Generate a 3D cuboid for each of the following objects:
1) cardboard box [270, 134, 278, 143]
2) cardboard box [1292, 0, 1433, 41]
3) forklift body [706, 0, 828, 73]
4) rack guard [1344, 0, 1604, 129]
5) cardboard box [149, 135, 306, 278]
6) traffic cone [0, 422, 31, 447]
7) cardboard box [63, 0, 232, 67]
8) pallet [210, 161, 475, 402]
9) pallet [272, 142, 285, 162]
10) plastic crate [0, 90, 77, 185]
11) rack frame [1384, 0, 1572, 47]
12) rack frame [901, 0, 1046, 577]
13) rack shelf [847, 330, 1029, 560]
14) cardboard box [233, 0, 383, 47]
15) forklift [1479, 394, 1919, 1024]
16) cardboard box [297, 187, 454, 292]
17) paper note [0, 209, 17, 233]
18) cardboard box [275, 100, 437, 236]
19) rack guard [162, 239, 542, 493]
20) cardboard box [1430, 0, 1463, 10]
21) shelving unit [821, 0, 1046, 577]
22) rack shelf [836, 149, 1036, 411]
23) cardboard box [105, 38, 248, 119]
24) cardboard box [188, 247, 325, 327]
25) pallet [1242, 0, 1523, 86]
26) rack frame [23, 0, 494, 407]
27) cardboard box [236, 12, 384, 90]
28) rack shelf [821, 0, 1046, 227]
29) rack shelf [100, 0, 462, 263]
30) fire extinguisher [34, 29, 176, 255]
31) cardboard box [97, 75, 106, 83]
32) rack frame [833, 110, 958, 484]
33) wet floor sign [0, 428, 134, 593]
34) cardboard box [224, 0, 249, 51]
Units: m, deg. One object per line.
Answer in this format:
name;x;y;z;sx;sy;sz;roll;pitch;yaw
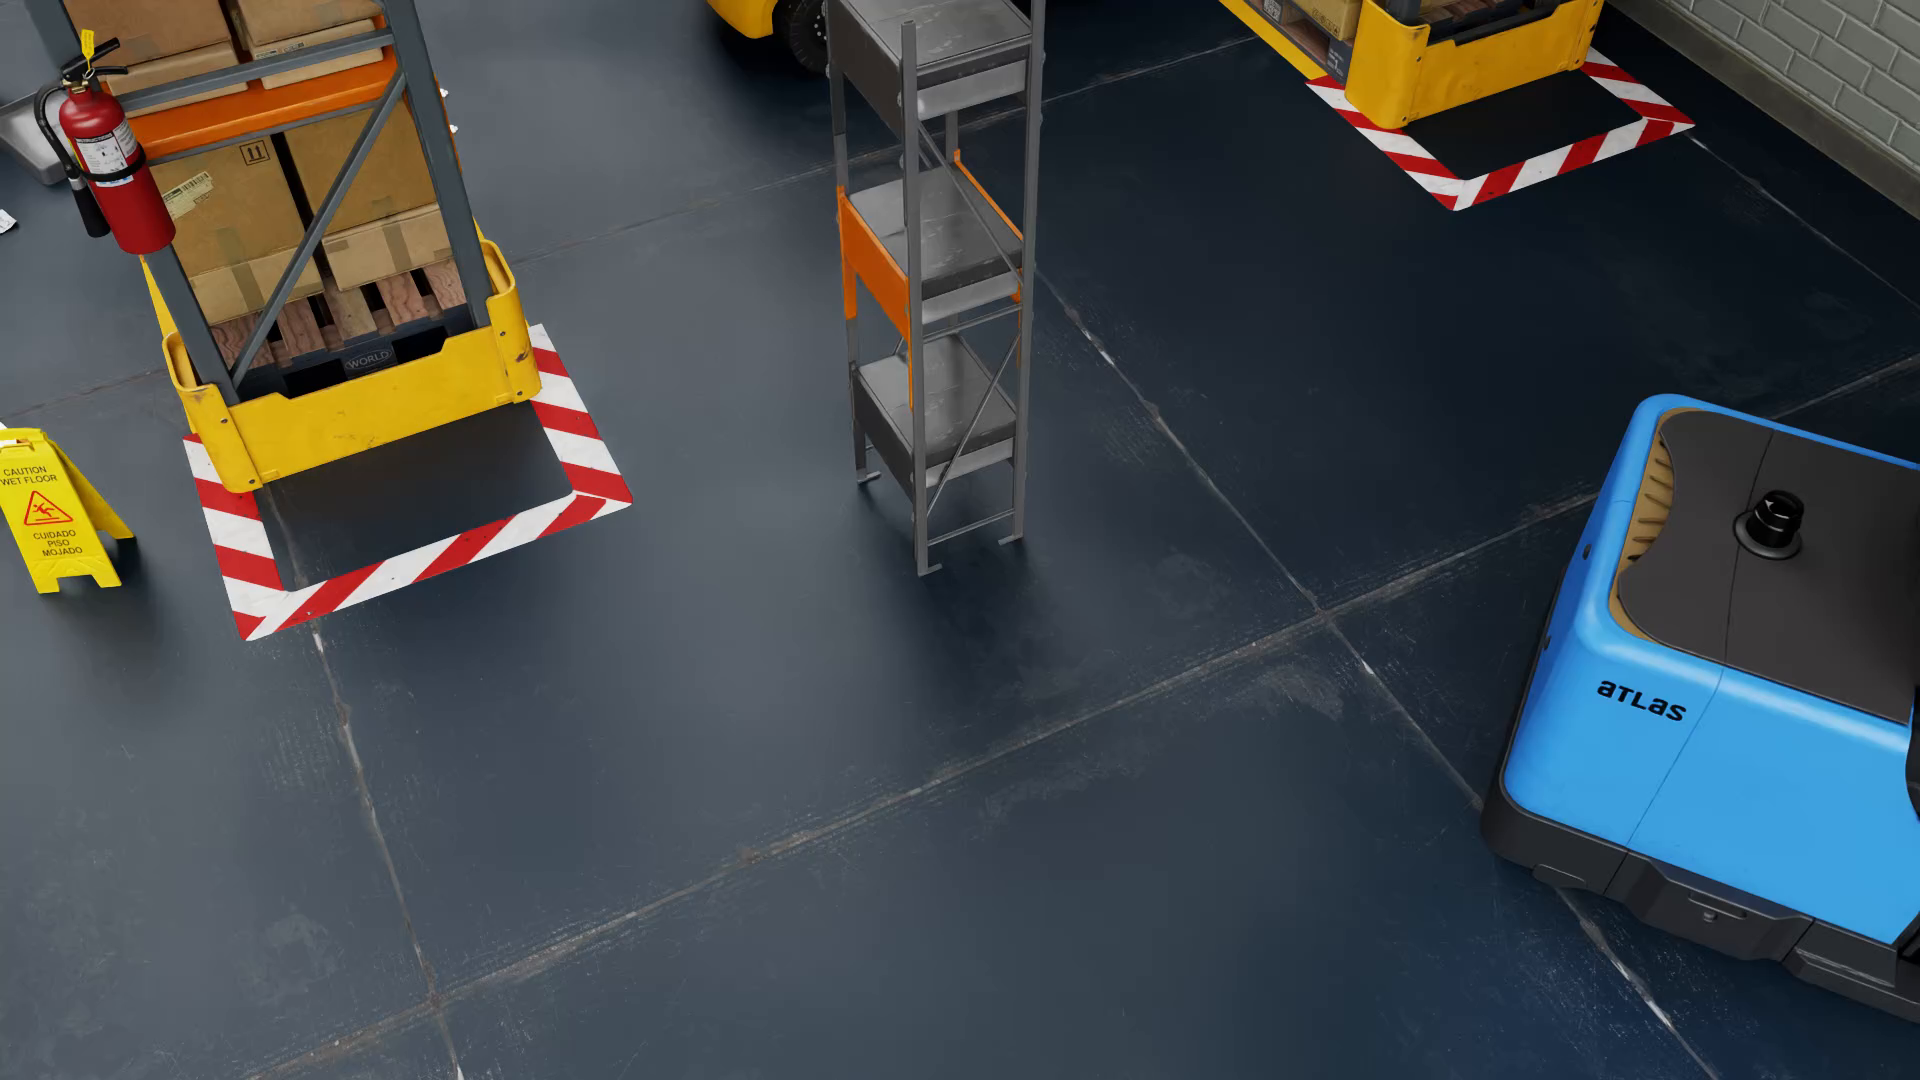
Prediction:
cardboard box;-2.725;-1.974;7.032;0.500;0.250;0.500;-18;51;-15
cardboard box;1.802;-2.552;7.537;0.500;0.250;0.500;-21;52;-17
forklift body;-0.192;-3.475;7.360;2.313;2.155;1.214;-21;52;-18
rack guard;2.309;-2.274;7.407;1.175;0.500;0.348;-21;52;-18
cardboard box;-2.712;-1.327;5.968;0.500;0.500;0.500;-21;52;-17
traffic cone;-3.458;-0.409;5.801;0.336;0.463;0.334;-21;52;-18
cardboard box;-2.607;-1.800;5.068;0.500;0.500;0.500;-22;52;-18
pallet;-2.489;-1.090;6.563;1.003;0.211;1.213;-21;52;-18
pallet;-3.043;-1.905;7.276;1.003;0.211;1.213;-21;52;-18
plastic crate;-3.955;-1.784;7.257;0.583;0.080;0.402;35;57;27
rack frame;2.298;-3.113;6.480;1.000;3.000;0.127;-21;52;-18
rack frame;0.036;-0.639;4.914;0.400;2.100;0.015;-21;52;-18
rack shelf;-0.076;-0.332;5.594;0.431;0.518;0.480;-21;52;-18
cardboard box;-2.084;-1.944;5.194;0.500;0.500;0.500;-22;52;-18
forklift;3.091;0.110;3.706;3.031;2.935;1.130;20;52;16
cardboard box;-2.237;-1.269;6.415;0.500;0.250;0.500;-22;52;-18
paper note;-3.997;-1.311;6.877;0.148;0.019;0.142;35;57;27
cardboard box;-2.249;-1.532;6.146;0.500;0.500;0.500;-23;53;-19
rack guard;-2.149;-0.629;5.968;1.175;0.500;0.348;-21;52;-18
cardboard box;2.247;-2.742;7.703;0.500;0.250;0.500;-21;52;-17
shelving unit;-0.076;-0.802;5.057;0.431;2.100;0.503;-21;52;-18
rack shelf;-0.076;-0.793;5.067;0.431;0.518;0.480;-21;52;-18
cardboard box;-2.475;-1.495;5.232;0.380;0.149;0.250;-20;52;-16
cardboard box;-2.734;-1.098;6.266;0.500;0.250;0.500;-21;52;-18
pallet;1.911;-2.693;7.965;1.003;0.211;1.213;-21;52;-18
rack frame;-2.114;-1.401;4.983;1.000;3.000;0.127;-21;52;-18
cardboard box;-2.085;-1.617;5.338;0.380;0.149;0.250;-21;52;-17
rack shelf;-0.076;-1.254;4.540;0.431;0.518;0.480;-21;52;-18
rack shelf;-3.029;-2.503;6.424;1.077;0.370;4.000;-21;52;-18
fire extinguisher;-2.471;-1.140;4.806;0.296;0.674;0.183;-21;52;-18
cardboard box;-2.690;-1.626;5.346;0.380;0.149;0.250;-22;52;-18
rack frame;-0.187;-0.965;5.199;0.400;2.100;0.015;-21;52;-18
wet floor sign;-2.978;-0.130;5.435;0.267;0.644;0.232;-5;49;-5
cardboard box;-2.214;-1.781;5.482;0.380;0.149;0.250;-20;52;-17
